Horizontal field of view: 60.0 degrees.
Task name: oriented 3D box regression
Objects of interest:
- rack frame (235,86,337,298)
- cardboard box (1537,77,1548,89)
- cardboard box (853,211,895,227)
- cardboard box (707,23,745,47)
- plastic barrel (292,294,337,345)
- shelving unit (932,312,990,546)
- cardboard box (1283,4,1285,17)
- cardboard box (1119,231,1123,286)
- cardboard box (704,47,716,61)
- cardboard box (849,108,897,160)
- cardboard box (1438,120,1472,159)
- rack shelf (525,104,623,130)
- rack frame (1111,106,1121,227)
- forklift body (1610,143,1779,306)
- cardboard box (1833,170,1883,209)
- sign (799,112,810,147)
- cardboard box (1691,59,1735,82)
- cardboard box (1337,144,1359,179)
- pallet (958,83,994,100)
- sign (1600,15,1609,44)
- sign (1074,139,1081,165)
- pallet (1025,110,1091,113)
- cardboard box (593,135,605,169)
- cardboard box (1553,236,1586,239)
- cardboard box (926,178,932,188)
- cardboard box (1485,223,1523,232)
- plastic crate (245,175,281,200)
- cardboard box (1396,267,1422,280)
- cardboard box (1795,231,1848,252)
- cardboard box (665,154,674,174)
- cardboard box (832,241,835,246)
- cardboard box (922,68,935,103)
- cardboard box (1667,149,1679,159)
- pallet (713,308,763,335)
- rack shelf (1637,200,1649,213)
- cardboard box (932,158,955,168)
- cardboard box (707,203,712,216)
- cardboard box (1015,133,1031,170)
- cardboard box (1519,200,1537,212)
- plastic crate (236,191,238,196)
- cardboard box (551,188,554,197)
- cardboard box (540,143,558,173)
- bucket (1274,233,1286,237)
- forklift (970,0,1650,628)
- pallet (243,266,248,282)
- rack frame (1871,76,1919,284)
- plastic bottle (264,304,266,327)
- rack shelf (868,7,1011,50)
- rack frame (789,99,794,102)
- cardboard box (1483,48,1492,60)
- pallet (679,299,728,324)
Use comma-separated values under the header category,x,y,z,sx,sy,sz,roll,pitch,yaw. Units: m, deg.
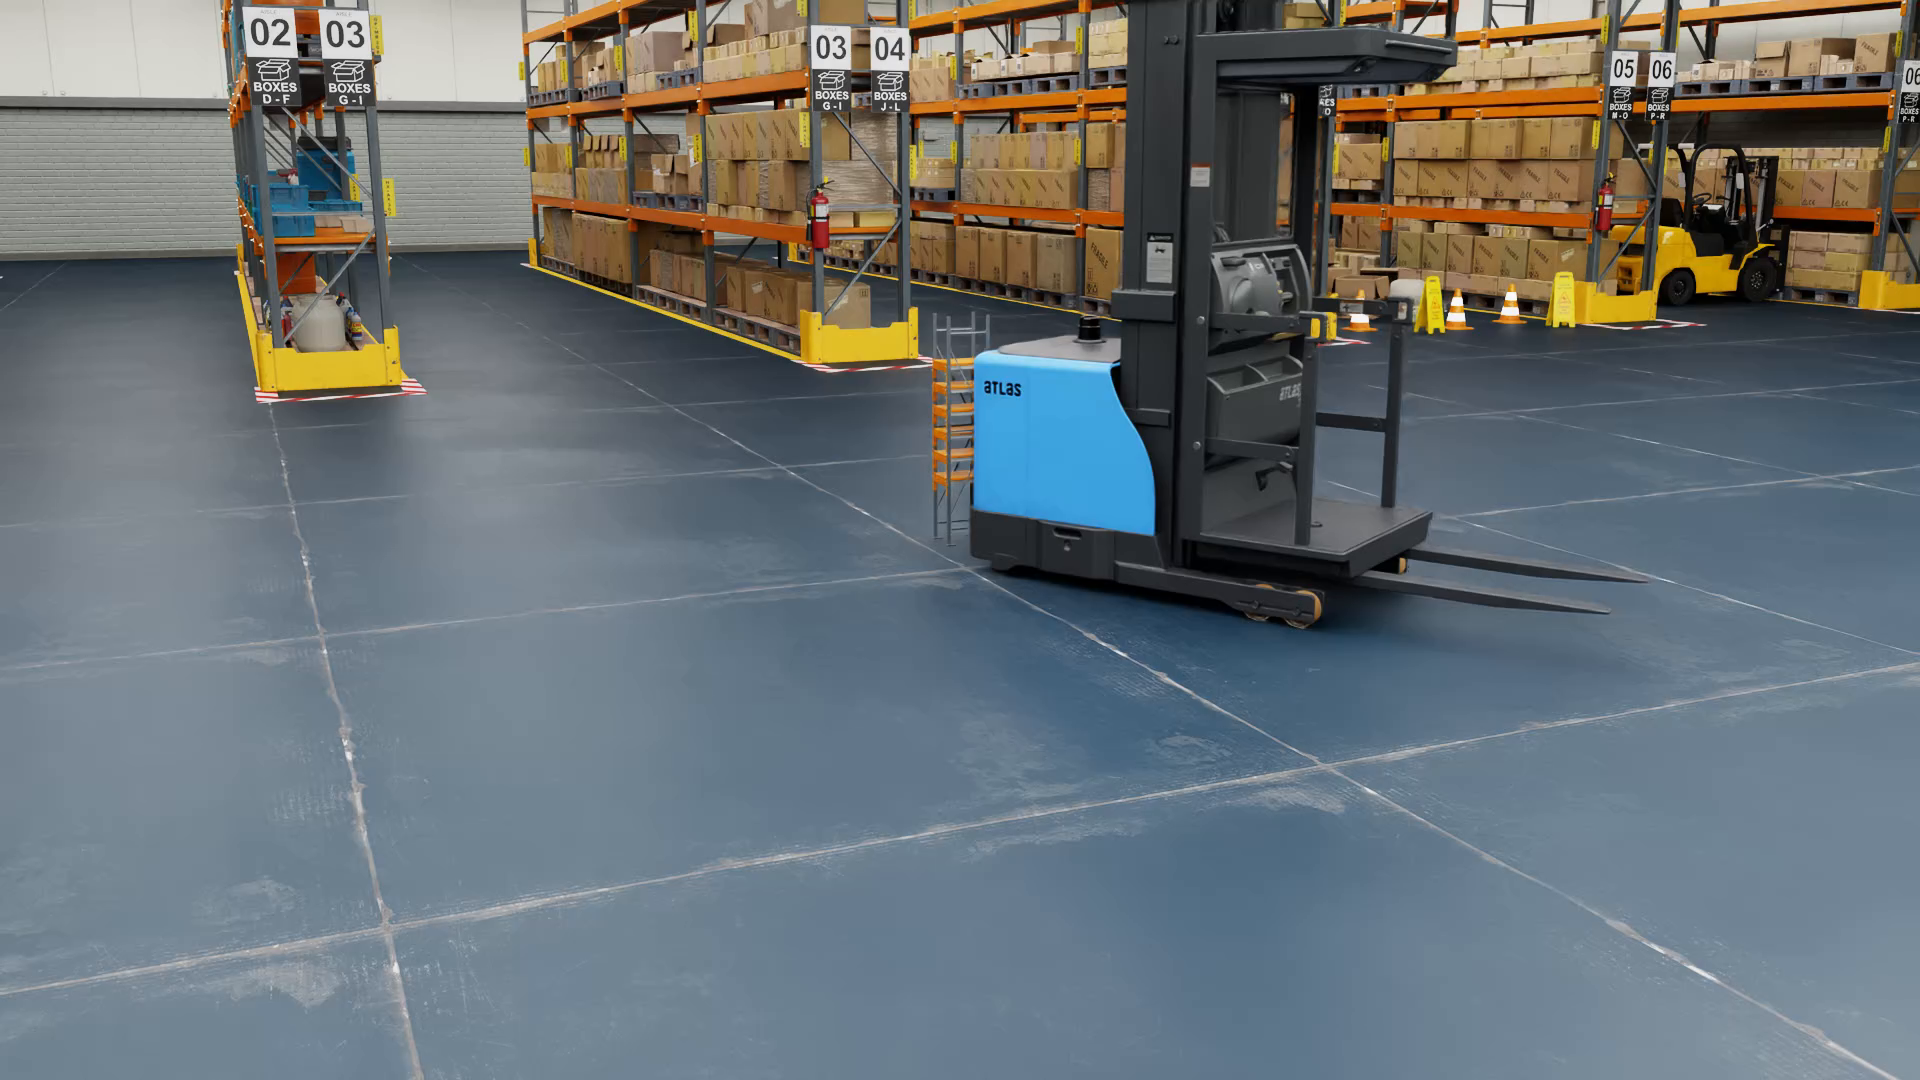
category,x,y,z,sx,sy,sz,roll,pitch,yaw
rack frame,-8.718,-4.472,21.542,1.000,3.000,0.127,-6,14,-23
cardboard box,7.460,-5.714,20.812,0.380,0.149,0.250,-6,14,-23
cardboard box,-0.871,-3.225,16.709,0.380,0.149,0.250,-6,14,-23
cardboard box,-2.675,-5.916,19.965,0.797,0.503,0.637,-6,14,-26
plastic barrel,-6.048,-2.045,15.639,0.421,0.512,0.421,0,13,0
shelving unit,0.006,-0.582,8.722,0.258,1.200,0.189,-6,14,-23
cardboard box,3.668,-5.825,18.367,0.380,0.149,0.250,-6,14,-23
cardboard box,2.560,-3.368,20.550,0.875,0.875,0.875,-6,14,-23
cardboard box,-2.730,-5.581,19.127,0.380,0.149,0.250,-6,14,-25
cardboard box,-0.946,-4.086,16.773,0.500,0.500,0.500,-6,14,-23
cardboard box,6.841,-5.345,22.213,0.700,0.500,0.500,-6,14,-24
rack shelf,-6.584,-7.270,28.574,1.077,0.370,4.000,-6,14,-23
rack frame,3.298,-6.641,30.913,1.000,3.000,0.127,-6,14,-23
forklift body,10.220,-4.425,23.218,2.313,2.155,1.214,-6,14,-23
cardboard box,12.213,-4.738,22.467,0.500,0.500,0.500,-6,14,-24
sign,-1.492,-3.939,15.969,0.100,0.325,0.005,-6,14,-23
cardboard box,11.159,-6.915,24.488,0.500,0.311,0.500,-5,14,-22
cardboard box,5.907,-5.564,24.444,0.500,0.500,0.500,-6,14,-23
pallet,0.712,-6.588,24.449,1.213,0.211,1.003,-5,14,-20
sign,7.588,-6.009,19.564,0.100,0.325,0.005,-6,14,-23
sign,1.514,-4.995,21.407,0.100,0.325,0.005,-6,14,-23
pallet,2.002,-8.734,33.497,1.003,0.211,1.213,-6,14,-23
cardboard box,-5.255,-6.010,25.737,0.797,0.503,0.637,-5,14,-22
cardboard box,7.811,-3.697,21.693,0.500,0.500,0.500,-6,14,-25
cardboard box,-0.312,-5.541,25.785,0.380,0.149,0.250,-6,14,-23
cardboard box,9.684,-5.182,28.941,0.875,0.625,0.625,-5,14,-21
plastic crate,-8.351,-4.142,19.973,0.402,0.464,0.583,-6,14,-23
cardboard box,6.491,-3.707,23.402,0.500,0.250,0.500,-6,14,-26
cardboard box,11.971,-4.135,23.034,0.500,0.250,0.500,-5,14,-22
cardboard box,-3.612,-4.959,22.490,0.700,0.500,0.500,-3,13,-15
cardboard box,-2.145,-5.507,30.742,0.380,0.149,0.250,-5,14,-20
cardboard box,-0.269,-7.054,25.823,0.500,0.500,0.500,-6,14,-23
cardboard box,10.905,-5.855,25.194,0.380,0.149,0.250,-5,14,-22
pallet,-2.276,-2.599,19.633,1.003,0.211,1.213,-6,14,-23
rack shelf,10.248,-5.500,27.578,1.077,0.370,4.000,-6,14,-23
cardboard box,-0.211,-5.779,25.493,0.380,0.149,0.250,-6,14,-25
cardboard box,-2.767,-3.899,19.623,0.380,0.149,0.250,-6,14,-23
cardboard box,1.192,-5.473,23.427,0.700,0.500,0.500,-6,14,-24
cardboard box,7.342,-4.245,21.118,0.380,0.149,0.250,-5,14,-22
plastic crate,-12.073,-5.872,28.039,0.250,0.136,0.298,-6,14,-23
cardboard box,-6.821,-5.975,28.593,0.380,0.149,0.250,-5,14,-22
cardboard box,-7.026,-6.677,29.075,0.500,0.500,0.500,-6,14,-24
bucket,4.174,-3.846,22.726,0.726,0.611,0.620,-1,3,-4
forklift,1.546,-1.180,7.468,3.031,2.935,1.130,9,16,34
pallet,-11.143,-4.341,27.159,1.003,0.211,1.213,-6,14,-23
rack frame,12.651,-4.611,22.141,1.000,3.000,0.127,-6,14,-23
plastic bottle,-7.235,-2.364,17.495,0.152,0.276,0.135,-5,14,-21
rack shelf,-0.396,-8.138,26.555,1.077,0.370,4.000,-6,14,-23
rack frame,-2.800,-9.923,31.785,1.000,3.000,0.127,-6,14,-23
cardboard box,7.028,-6.308,21.608,0.380,0.149,0.250,-5,14,-22
pallet,-2.891,-2.896,20.913,1.003,0.211,1.213,-6,14,-23
